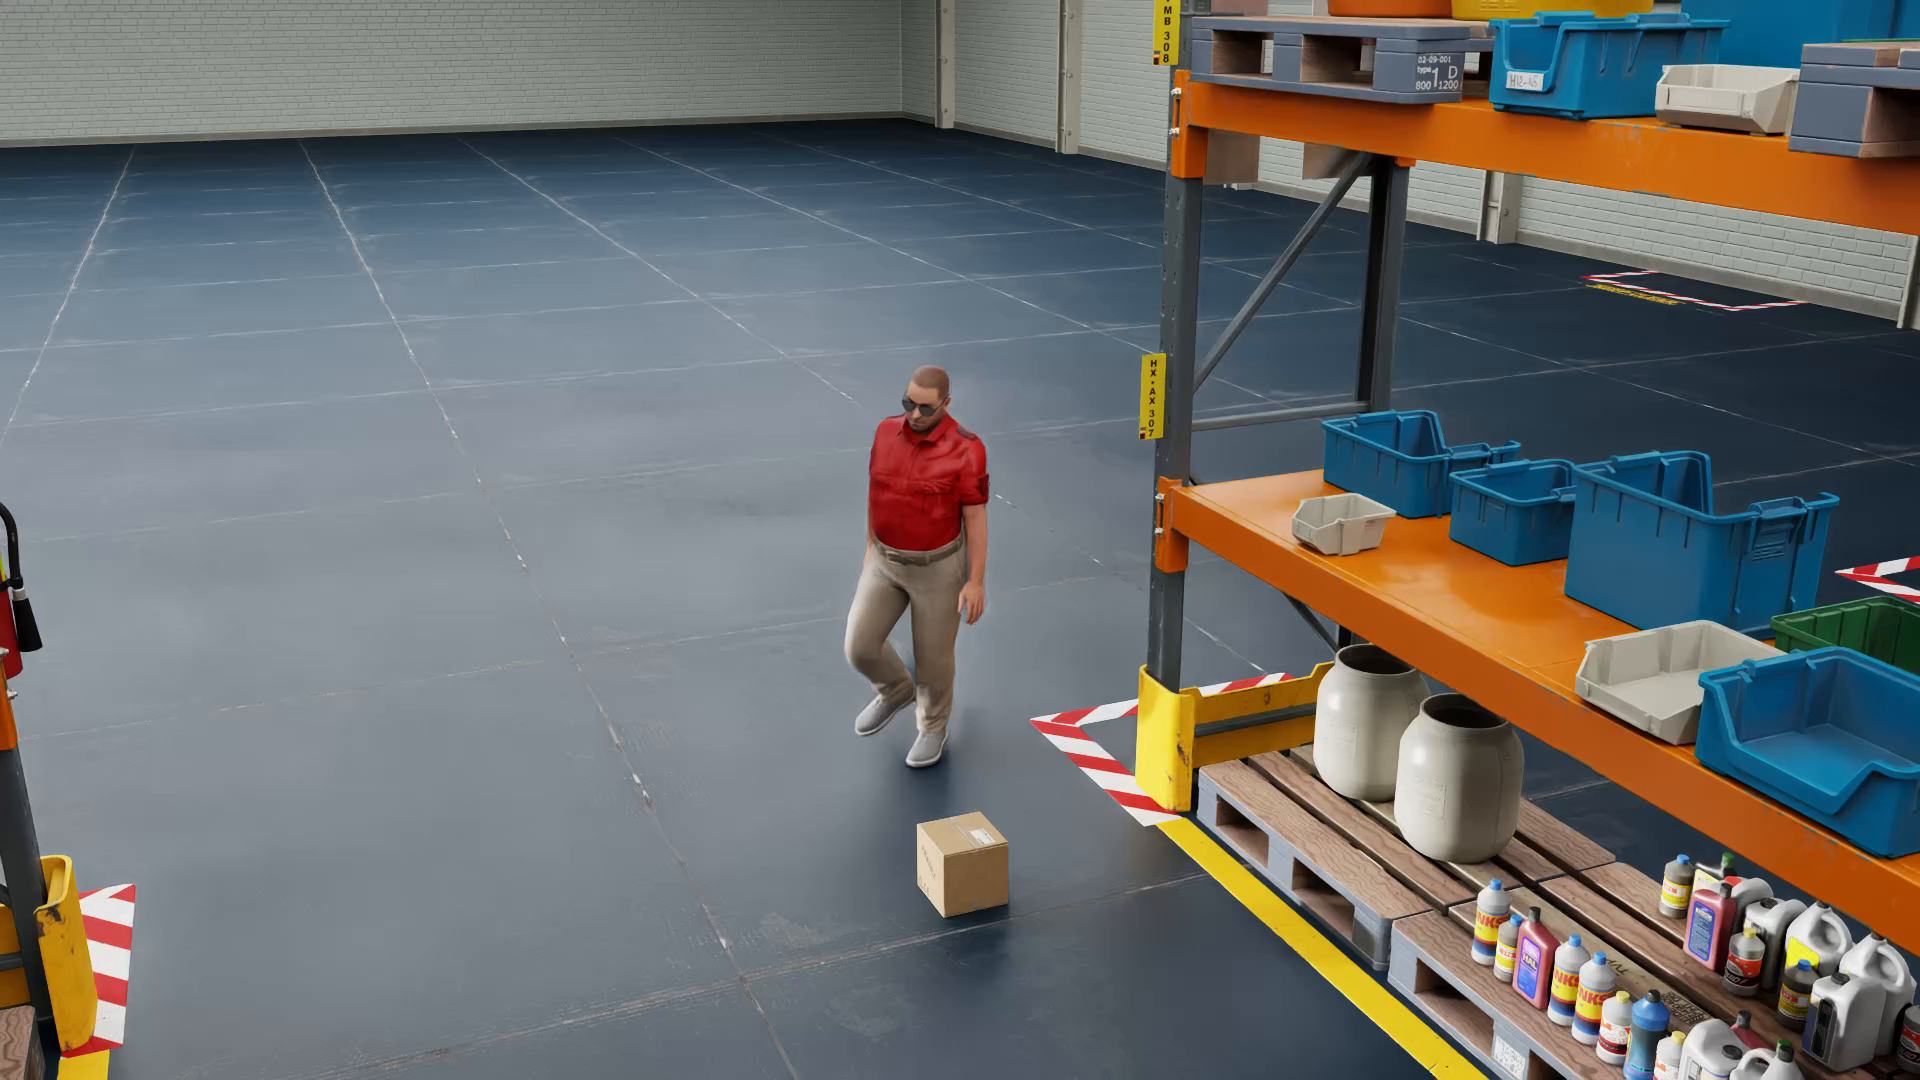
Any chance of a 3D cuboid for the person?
[{"bbox_3d":[-0.177,0.097,6.783,0.669,1.713,0.480,8,20,23],"label":"person"}]
